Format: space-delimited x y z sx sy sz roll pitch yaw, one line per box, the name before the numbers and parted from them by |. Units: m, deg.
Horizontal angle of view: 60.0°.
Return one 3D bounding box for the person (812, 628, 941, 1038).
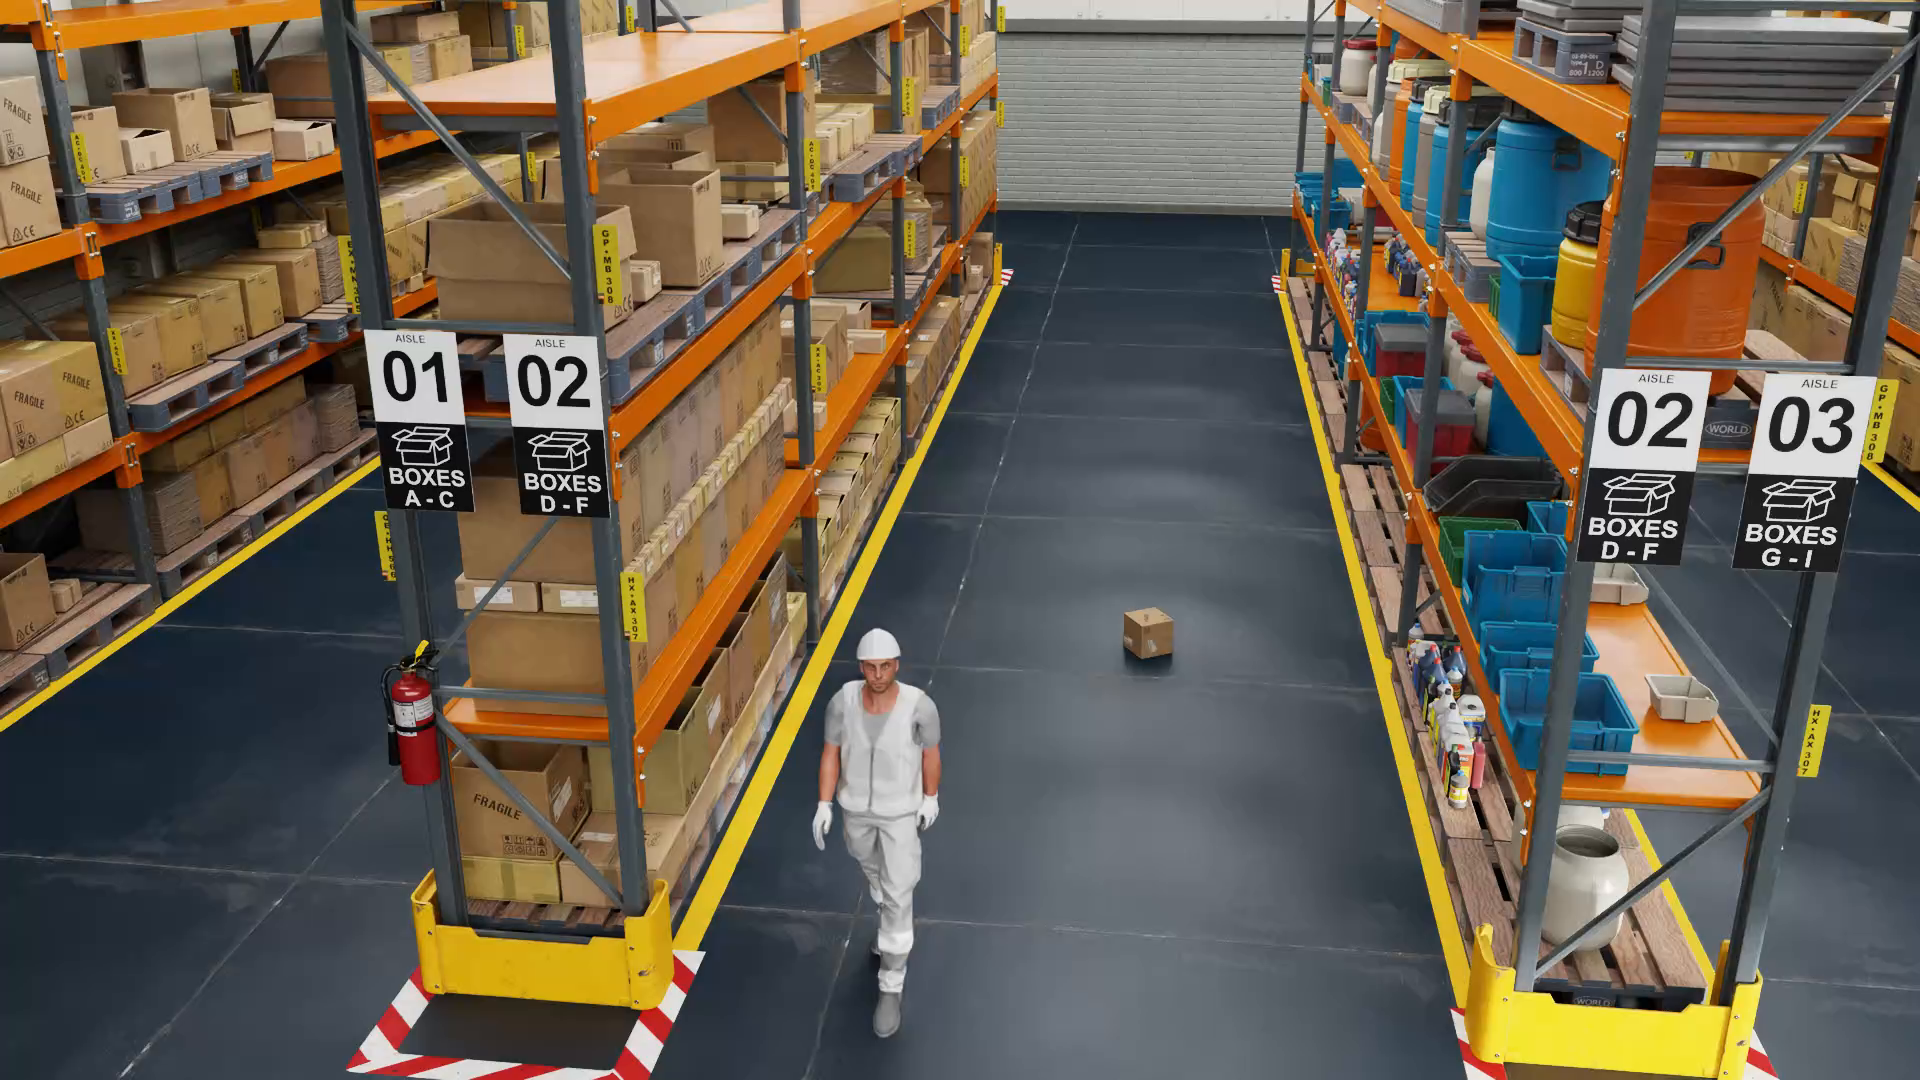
person | -0.403 1.278 7.675 0.528 1.770 0.856 6 22 15
